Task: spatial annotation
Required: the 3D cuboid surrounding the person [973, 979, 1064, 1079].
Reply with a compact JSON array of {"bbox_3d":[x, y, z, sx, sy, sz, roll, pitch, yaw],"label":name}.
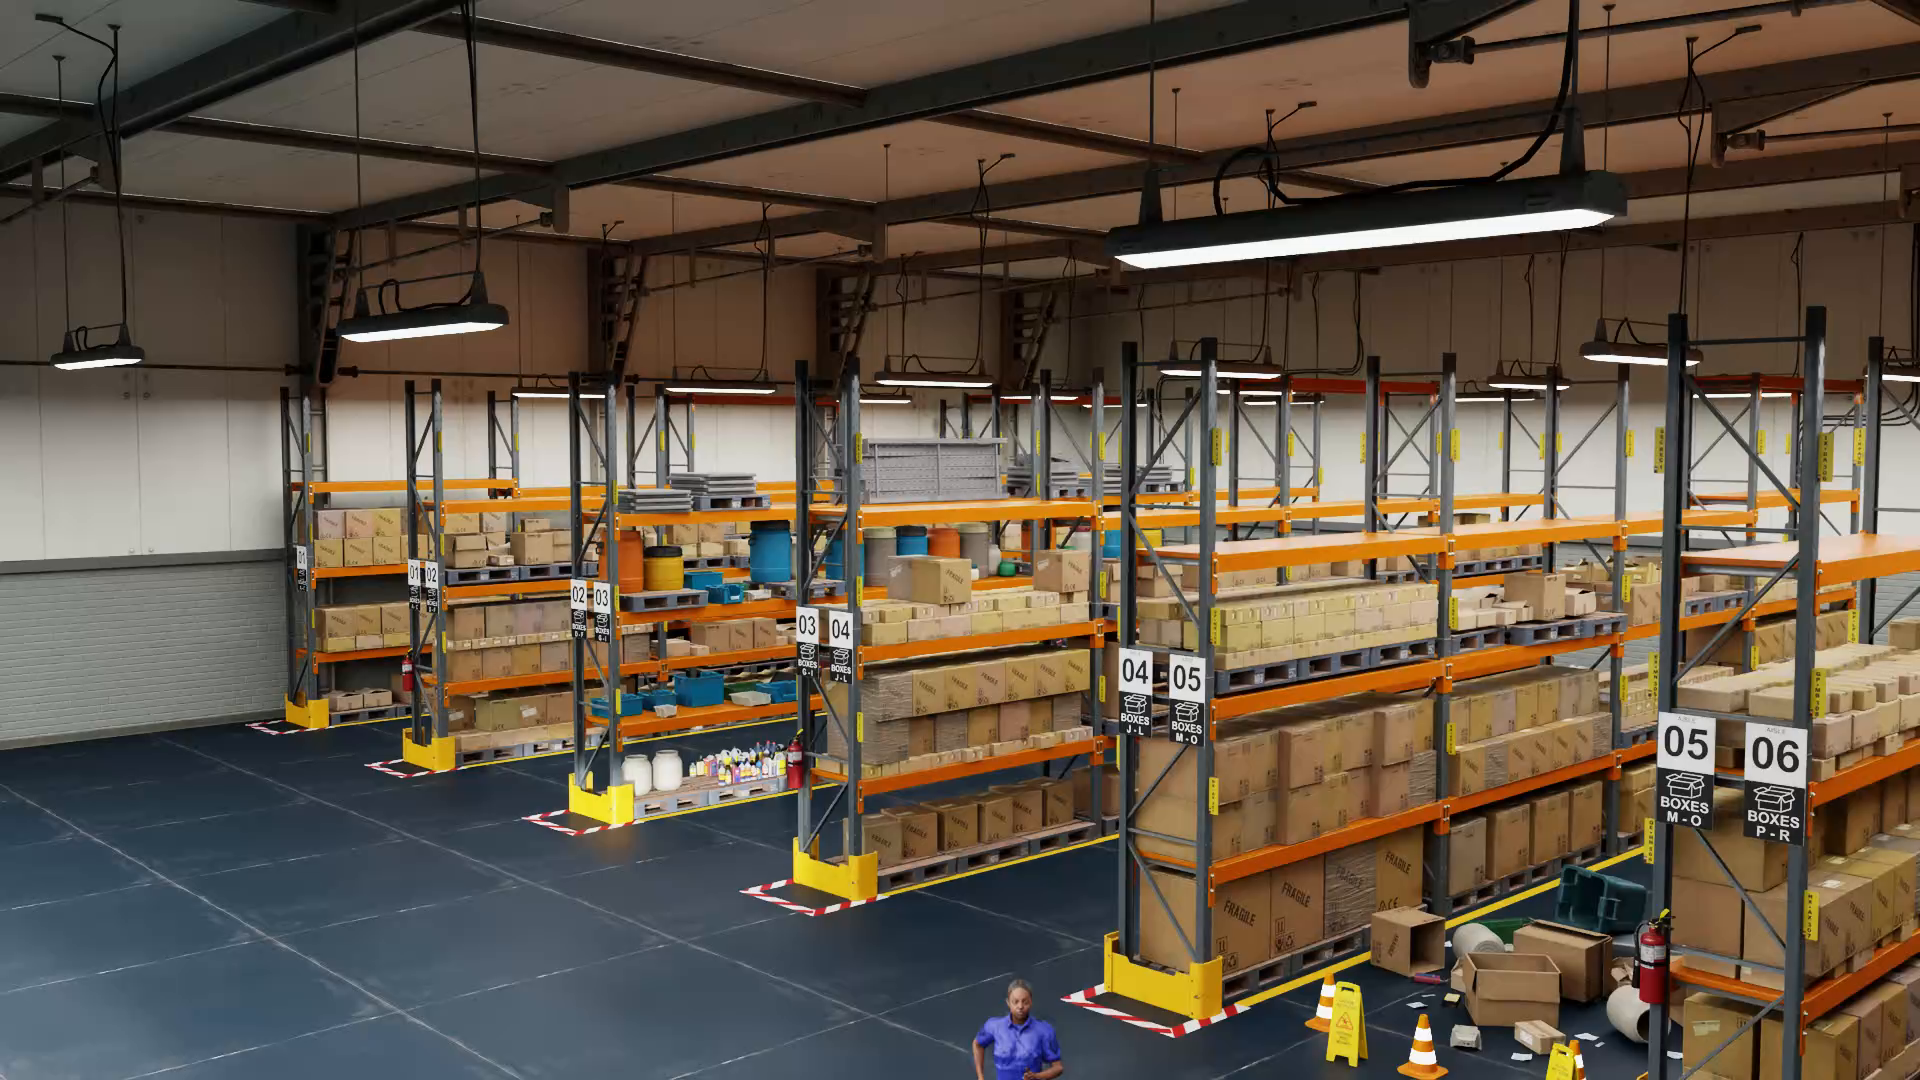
[{"bbox_3d":[0.373,3.640,10.631,0.562,1.682,0.885,0,4,-3],"label":"person"}]
